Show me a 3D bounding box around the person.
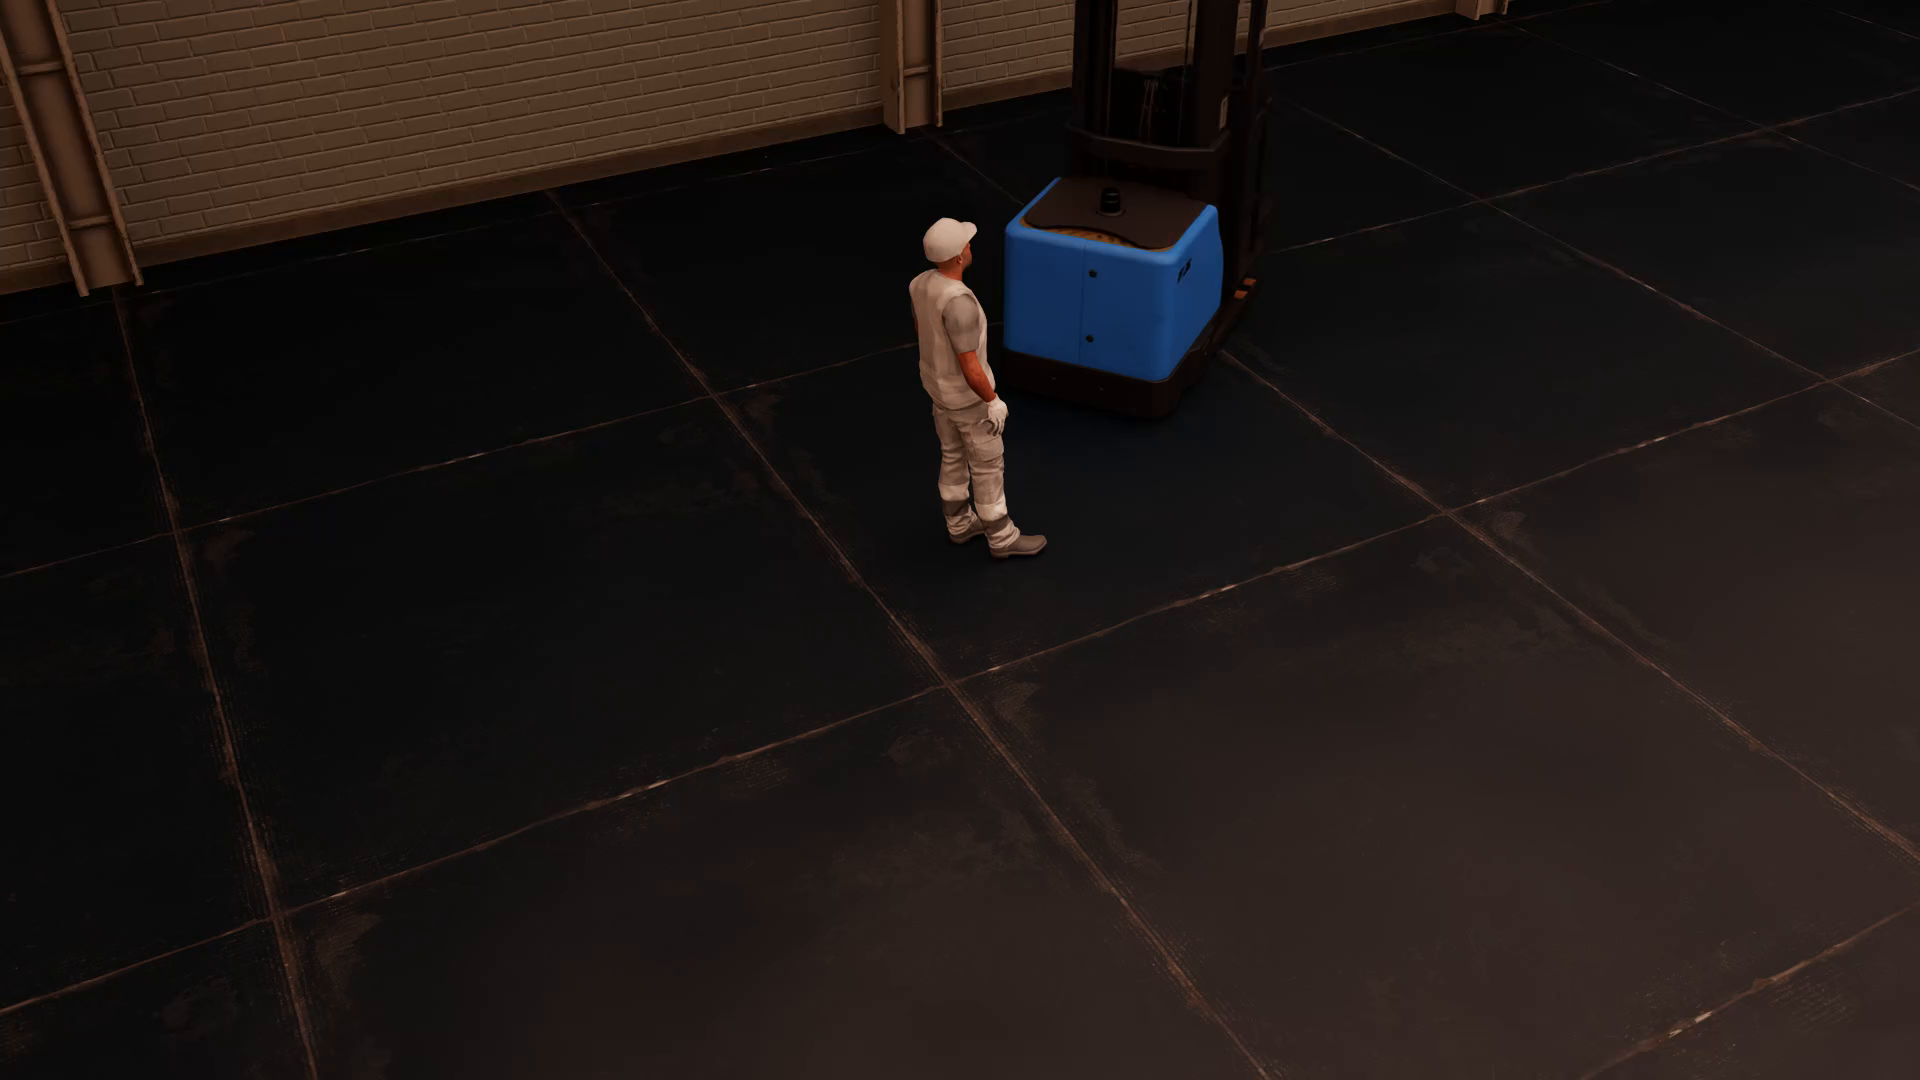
[{"bbox_3d":[0.077,-0.753,8.164,0.562,1.790,0.637,-17,39,-23],"label":"person"}]

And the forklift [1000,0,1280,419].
[{"bbox_3d":[1.312,-2.732,9.988,1.130,2.935,3.031,15,38,20],"label":"forklift"}]
